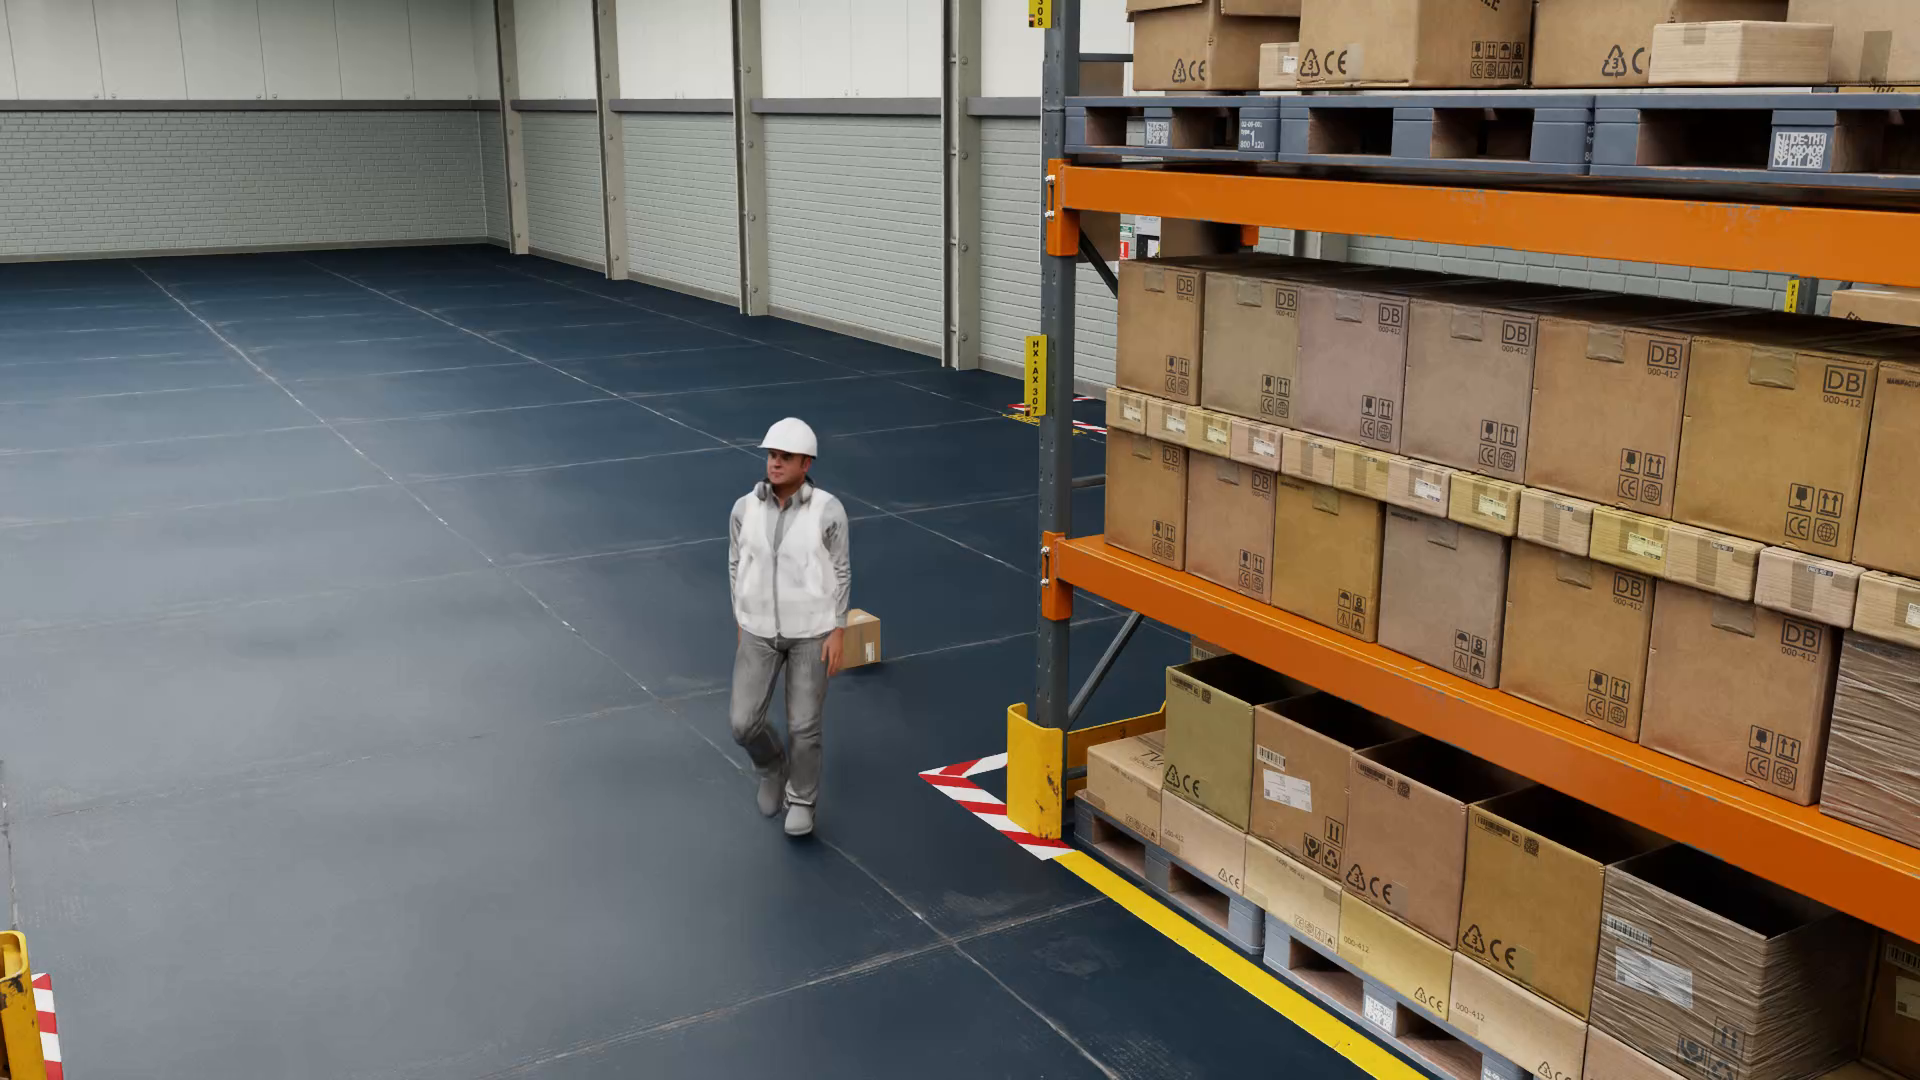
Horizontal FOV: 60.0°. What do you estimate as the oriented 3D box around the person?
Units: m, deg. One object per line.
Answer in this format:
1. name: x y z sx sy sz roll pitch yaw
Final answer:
1. person: -0.723 0.378 6.961 0.536 1.776 0.469 2 15 8
